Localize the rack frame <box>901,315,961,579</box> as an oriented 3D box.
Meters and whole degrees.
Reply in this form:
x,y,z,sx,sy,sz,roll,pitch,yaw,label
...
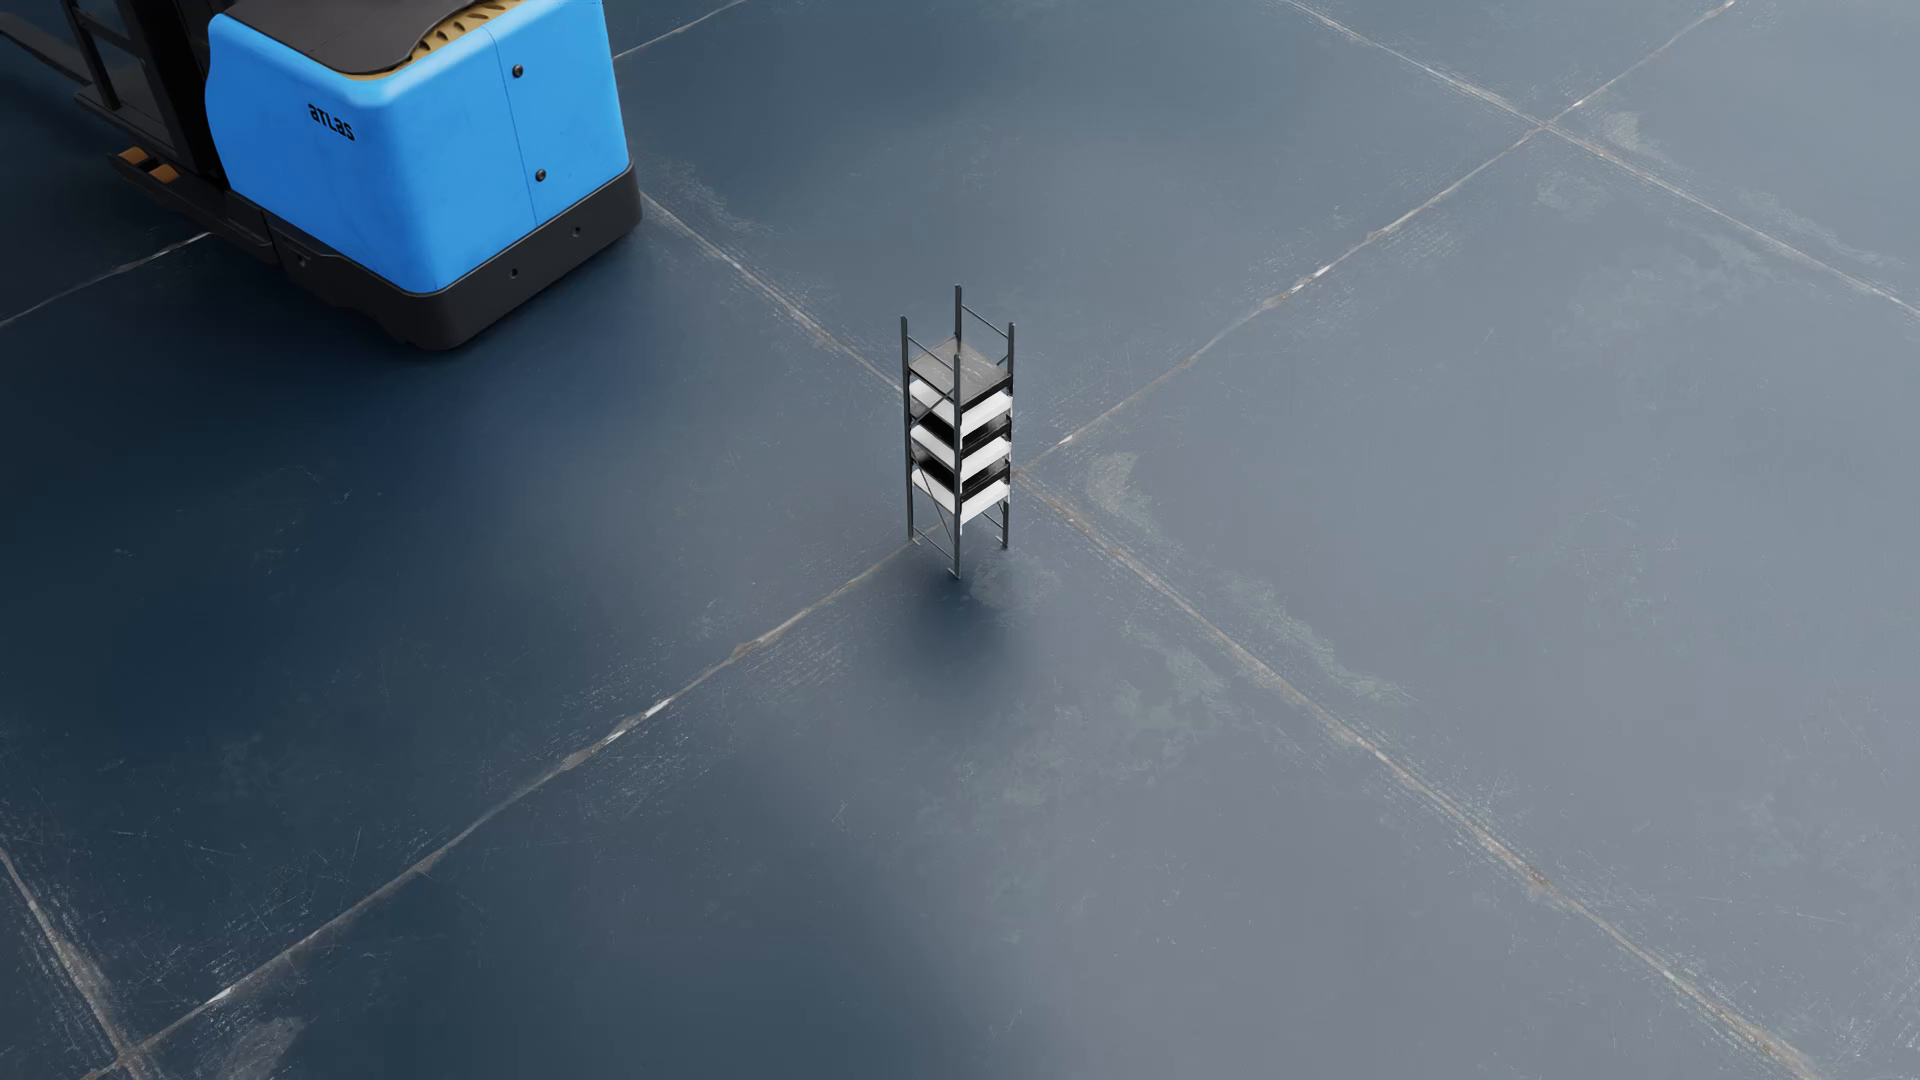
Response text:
x,y,z,sx,sy,sz,roll,pitch,yaw,label
-0.081,-0.251,4.869,0.006,0.900,0.240,-34,56,-27,rack frame

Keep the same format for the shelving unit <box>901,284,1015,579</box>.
x,y,z,sx,sy,sz,roll,pitch,yaw,label
-0.006,-0.301,4.916,0.210,0.900,0.258,-34,56,-27,shelving unit

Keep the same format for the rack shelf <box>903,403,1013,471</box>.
x,y,z,sx,sy,sz,roll,pitch,yaw,label
-0.006,-0.340,4.874,0.200,0.077,0.258,-34,56,-27,rack shelf

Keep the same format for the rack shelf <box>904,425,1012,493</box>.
x,y,z,sx,sy,sz,roll,pitch,yaw,label
-0.006,-0.279,4.940,0.200,0.077,0.258,-34,56,-27,rack shelf

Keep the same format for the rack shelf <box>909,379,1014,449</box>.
x,y,z,sx,sy,sz,roll,pitch,yaw,label
-0.006,-0.401,4.808,0.200,0.077,0.258,-34,56,-27,rack shelf

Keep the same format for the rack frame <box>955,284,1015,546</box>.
x,y,z,sx,sy,sz,roll,pitch,yaw,label
0.069,-0.351,4.962,0.006,0.900,0.240,-34,56,-27,rack frame

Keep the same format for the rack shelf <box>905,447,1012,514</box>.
x,y,z,sx,sy,sz,roll,pitch,yaw,label
-0.006,-0.218,5.006,0.200,0.077,0.258,-34,56,-27,rack shelf

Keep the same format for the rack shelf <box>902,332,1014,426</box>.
x,y,z,sx,sy,sz,roll,pitch,yaw,label
-0.006,-0.462,4.742,0.200,0.077,0.258,-34,56,-27,rack shelf

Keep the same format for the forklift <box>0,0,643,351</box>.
x,y,z,sx,sy,sz,roll,pitch,yaw,label
-2.677,-2.551,5.609,3.031,2.935,1.130,29,54,24,forklift

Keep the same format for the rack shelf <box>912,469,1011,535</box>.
x,y,z,sx,sy,sz,roll,pitch,yaw,label
-0.006,-0.156,5.072,0.200,0.077,0.258,-34,56,-27,rack shelf
